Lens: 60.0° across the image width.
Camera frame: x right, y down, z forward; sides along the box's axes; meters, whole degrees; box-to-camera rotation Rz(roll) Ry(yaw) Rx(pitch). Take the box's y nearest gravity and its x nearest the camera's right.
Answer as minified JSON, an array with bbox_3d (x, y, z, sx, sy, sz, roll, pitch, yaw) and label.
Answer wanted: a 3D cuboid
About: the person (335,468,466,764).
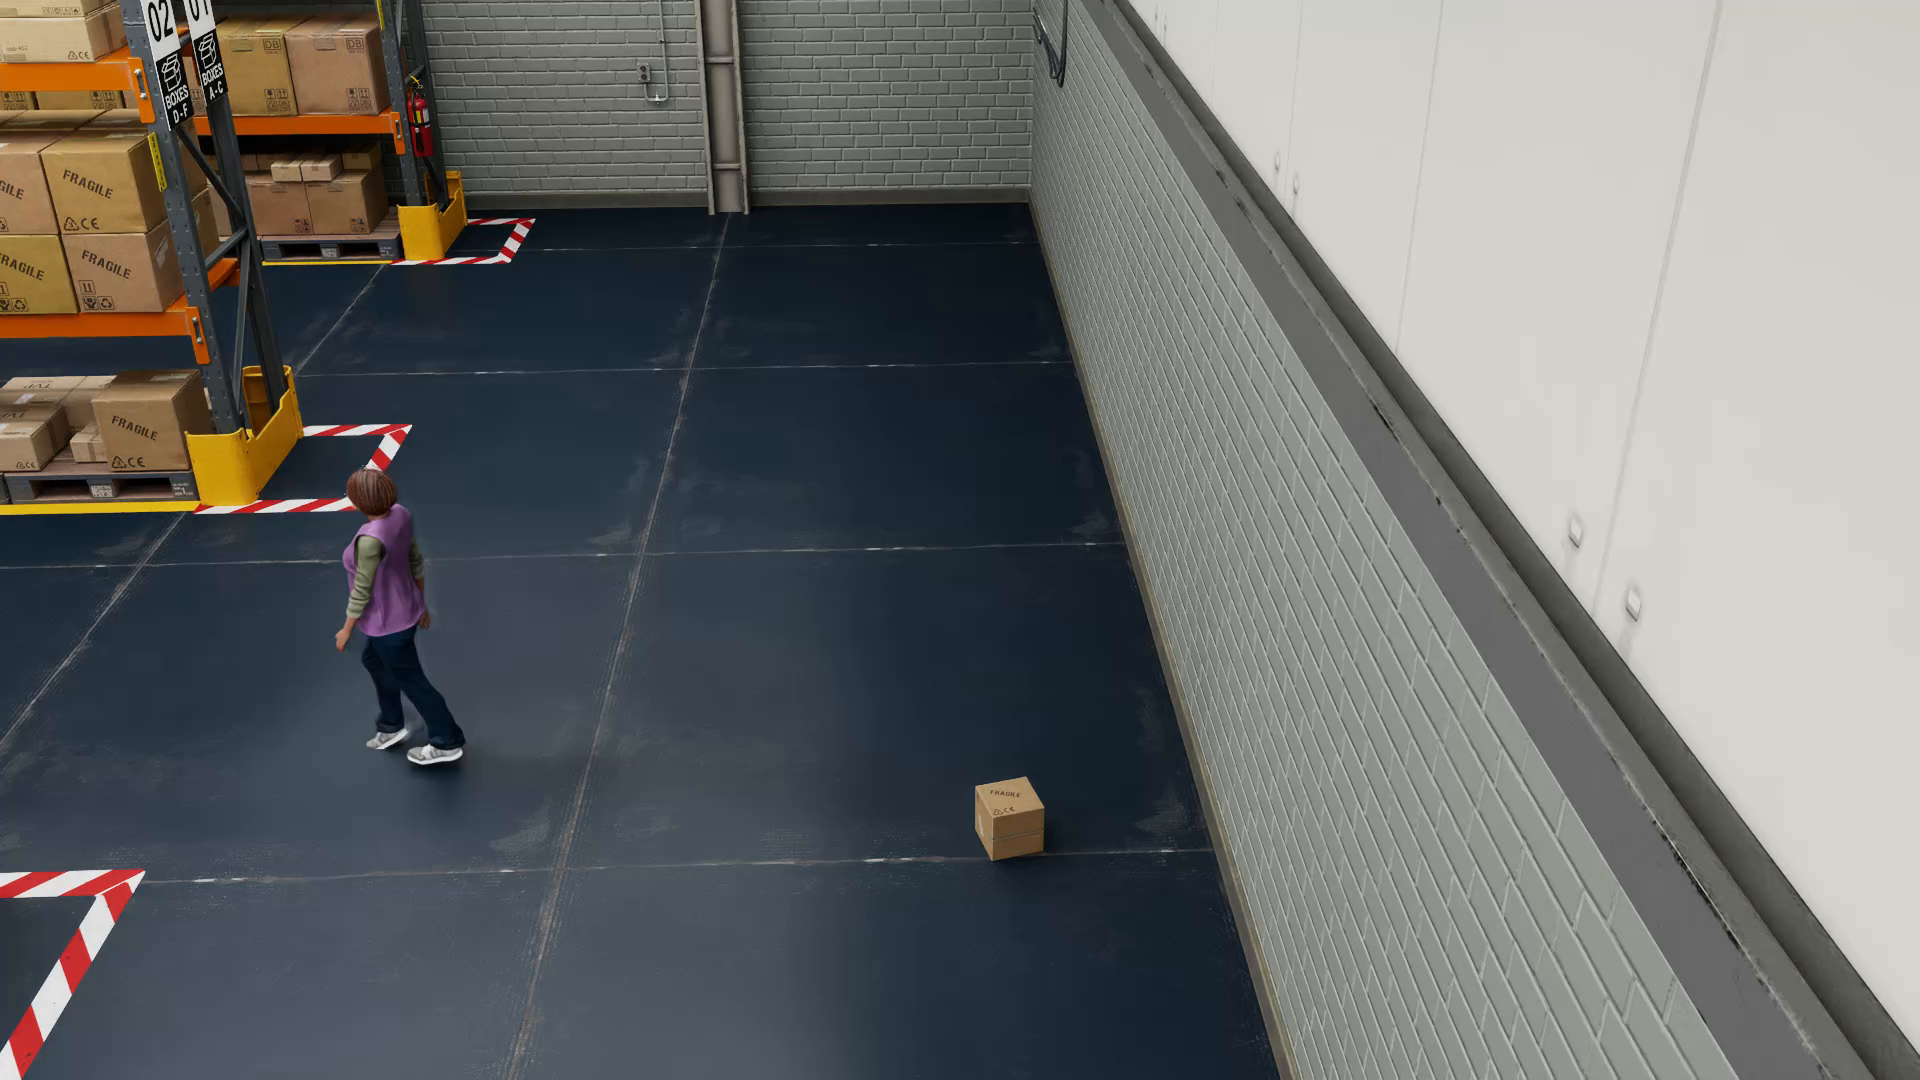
[{"bbox_3d":[-2.719,0.406,7.892,0.563,1.644,0.414,1,28,1],"label":"person"}]
